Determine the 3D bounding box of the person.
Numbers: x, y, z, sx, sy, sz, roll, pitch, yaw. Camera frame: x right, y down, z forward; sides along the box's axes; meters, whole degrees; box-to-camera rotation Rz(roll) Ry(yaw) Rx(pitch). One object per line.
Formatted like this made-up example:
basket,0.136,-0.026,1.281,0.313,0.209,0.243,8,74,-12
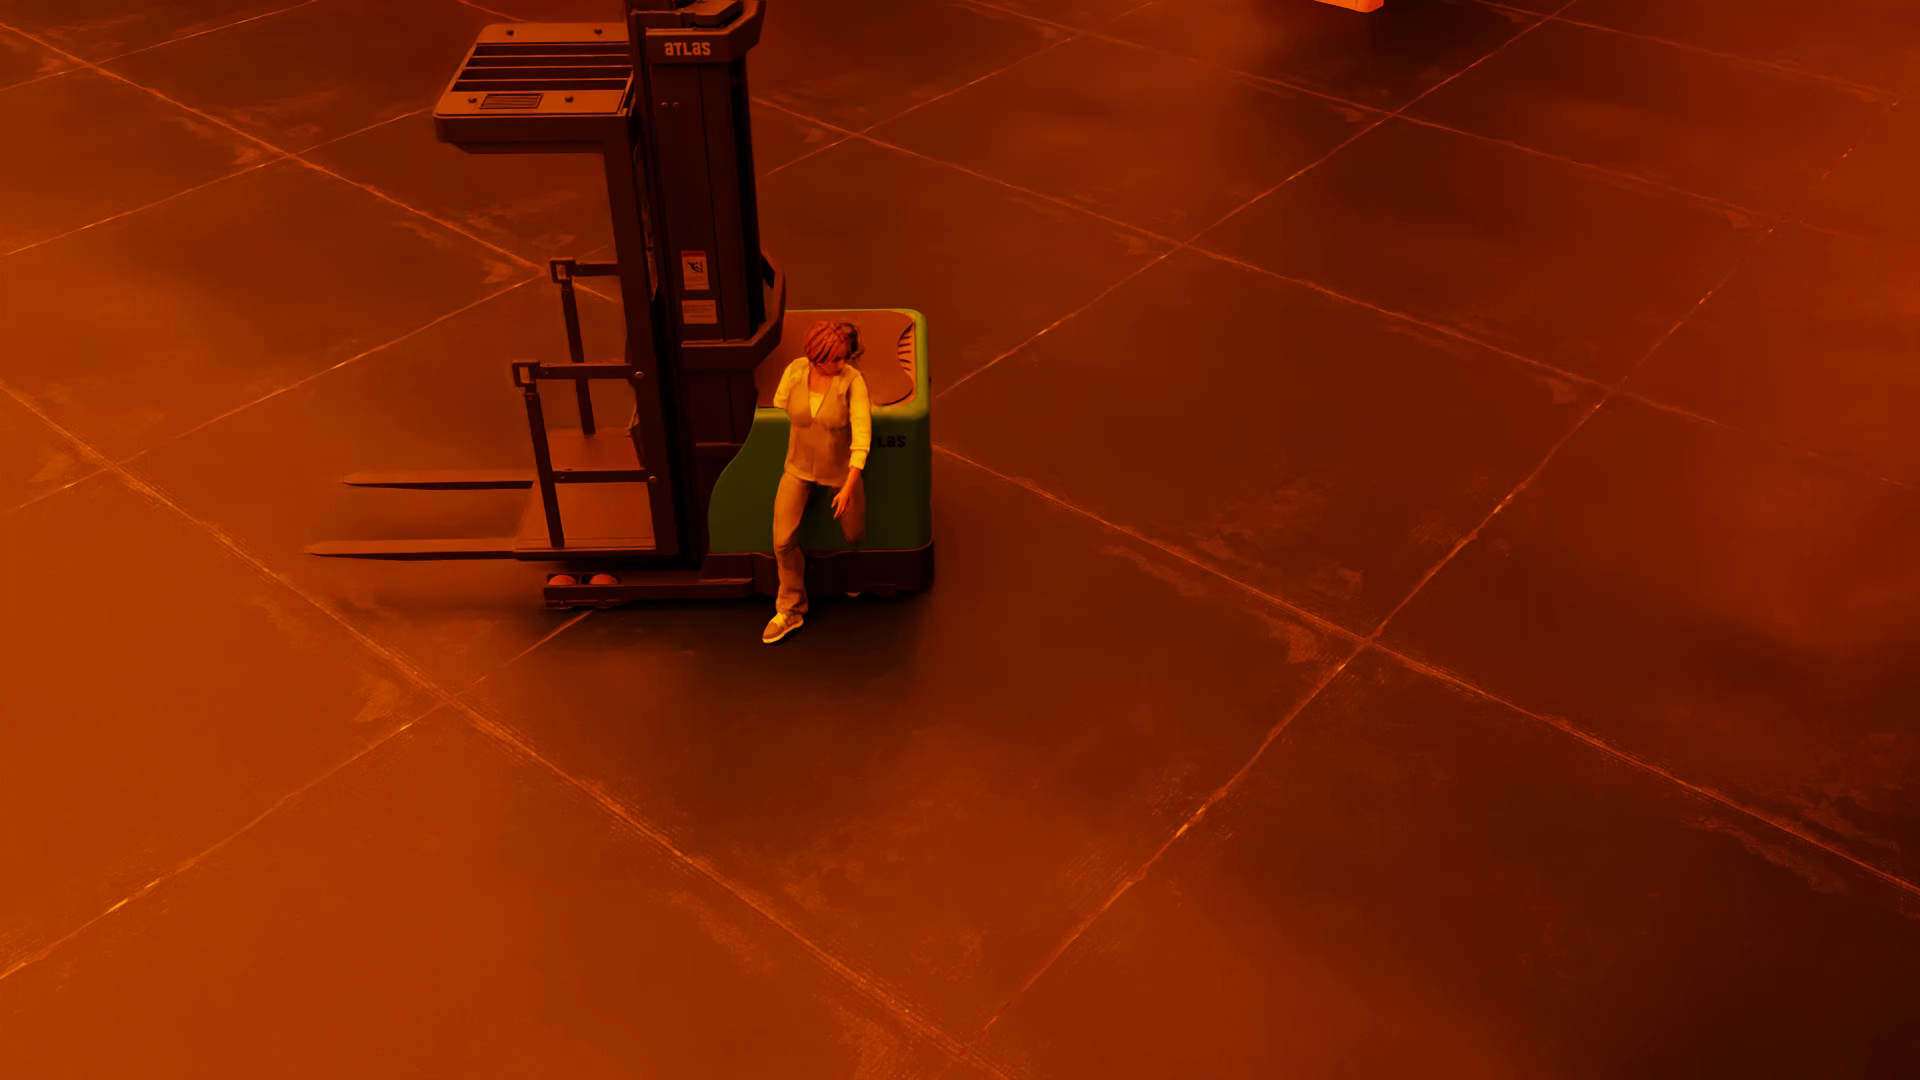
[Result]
person,-0.680,-0.297,7.620,0.589,1.556,0.721,4,36,6

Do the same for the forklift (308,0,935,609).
forklift,-1.652,-1.167,7.622,3.031,2.935,1.130,-1,36,-1
